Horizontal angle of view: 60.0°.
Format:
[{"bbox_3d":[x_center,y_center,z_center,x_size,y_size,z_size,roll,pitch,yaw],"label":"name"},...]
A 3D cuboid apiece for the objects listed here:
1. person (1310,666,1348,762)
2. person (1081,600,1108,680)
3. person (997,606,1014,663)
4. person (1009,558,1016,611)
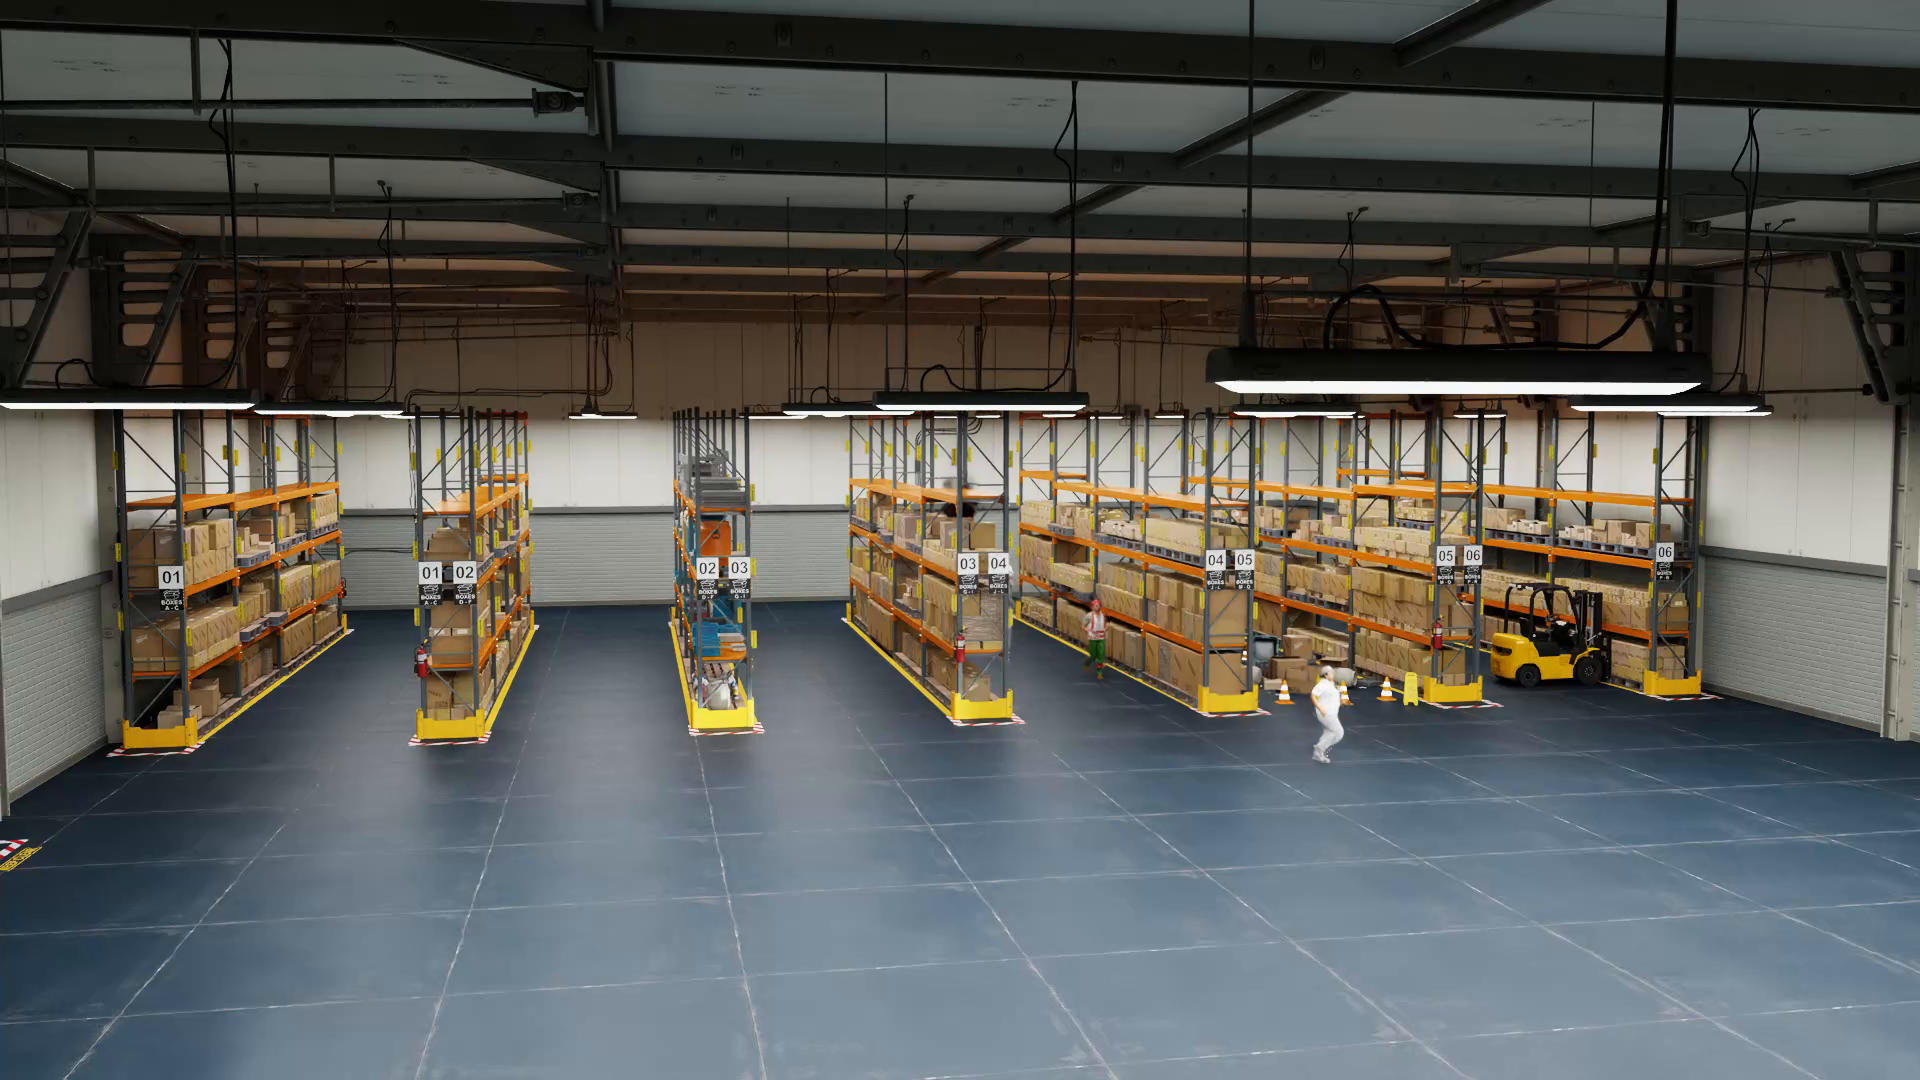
[{"bbox_3d":[6.204,2.922,27.873,0.575,1.629,0.592,2,4,24],"label":"person"},{"bbox_3d":[3.023,2.202,36.962,0.667,1.763,0.860,-2,4,-21],"label":"person"},{"bbox_3d":[1.030,2.104,39.381,0.575,1.662,0.589,-2,4,-22],"label":"person"},{"bbox_3d":[1.401,1.369,49.412,0.762,1.808,0.747,-2,5,-31],"label":"person"}]
